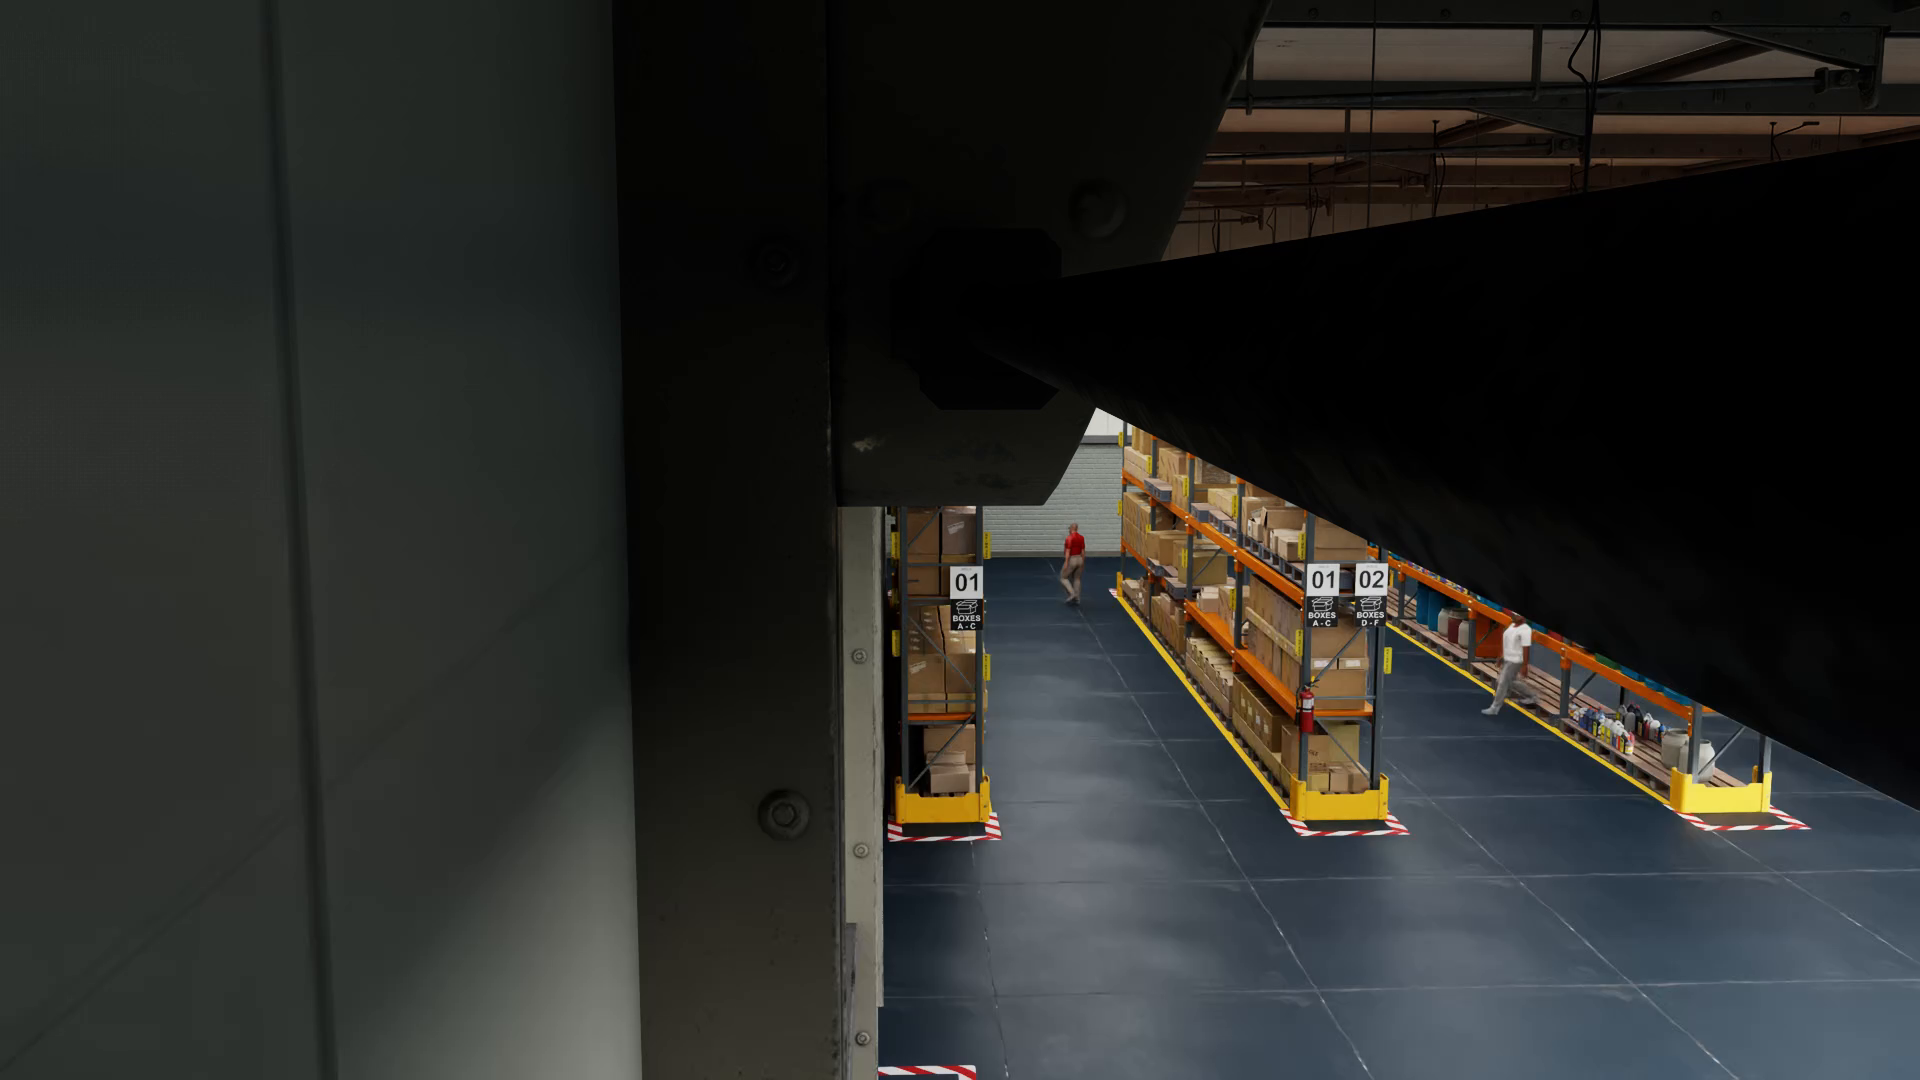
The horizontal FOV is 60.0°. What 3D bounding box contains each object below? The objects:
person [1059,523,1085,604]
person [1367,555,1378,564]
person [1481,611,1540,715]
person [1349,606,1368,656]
[{"bbox_3d":[2.429,0.496,35.471,0.581,1.725,0.433,-6,10,-38],"label":"person"},{"bbox_3d":[9.690,-0.035,39.094,0.550,1.712,1.204,-4,9,-28],"label":"person"},{"bbox_3d":[8.542,1.858,25.721,0.941,1.724,0.591,0,8,3],"label":"person"},{"bbox_3d":[6.131,1.870,25.997,0.525,1.662,0.486,1,8,4],"label":"person"}]
